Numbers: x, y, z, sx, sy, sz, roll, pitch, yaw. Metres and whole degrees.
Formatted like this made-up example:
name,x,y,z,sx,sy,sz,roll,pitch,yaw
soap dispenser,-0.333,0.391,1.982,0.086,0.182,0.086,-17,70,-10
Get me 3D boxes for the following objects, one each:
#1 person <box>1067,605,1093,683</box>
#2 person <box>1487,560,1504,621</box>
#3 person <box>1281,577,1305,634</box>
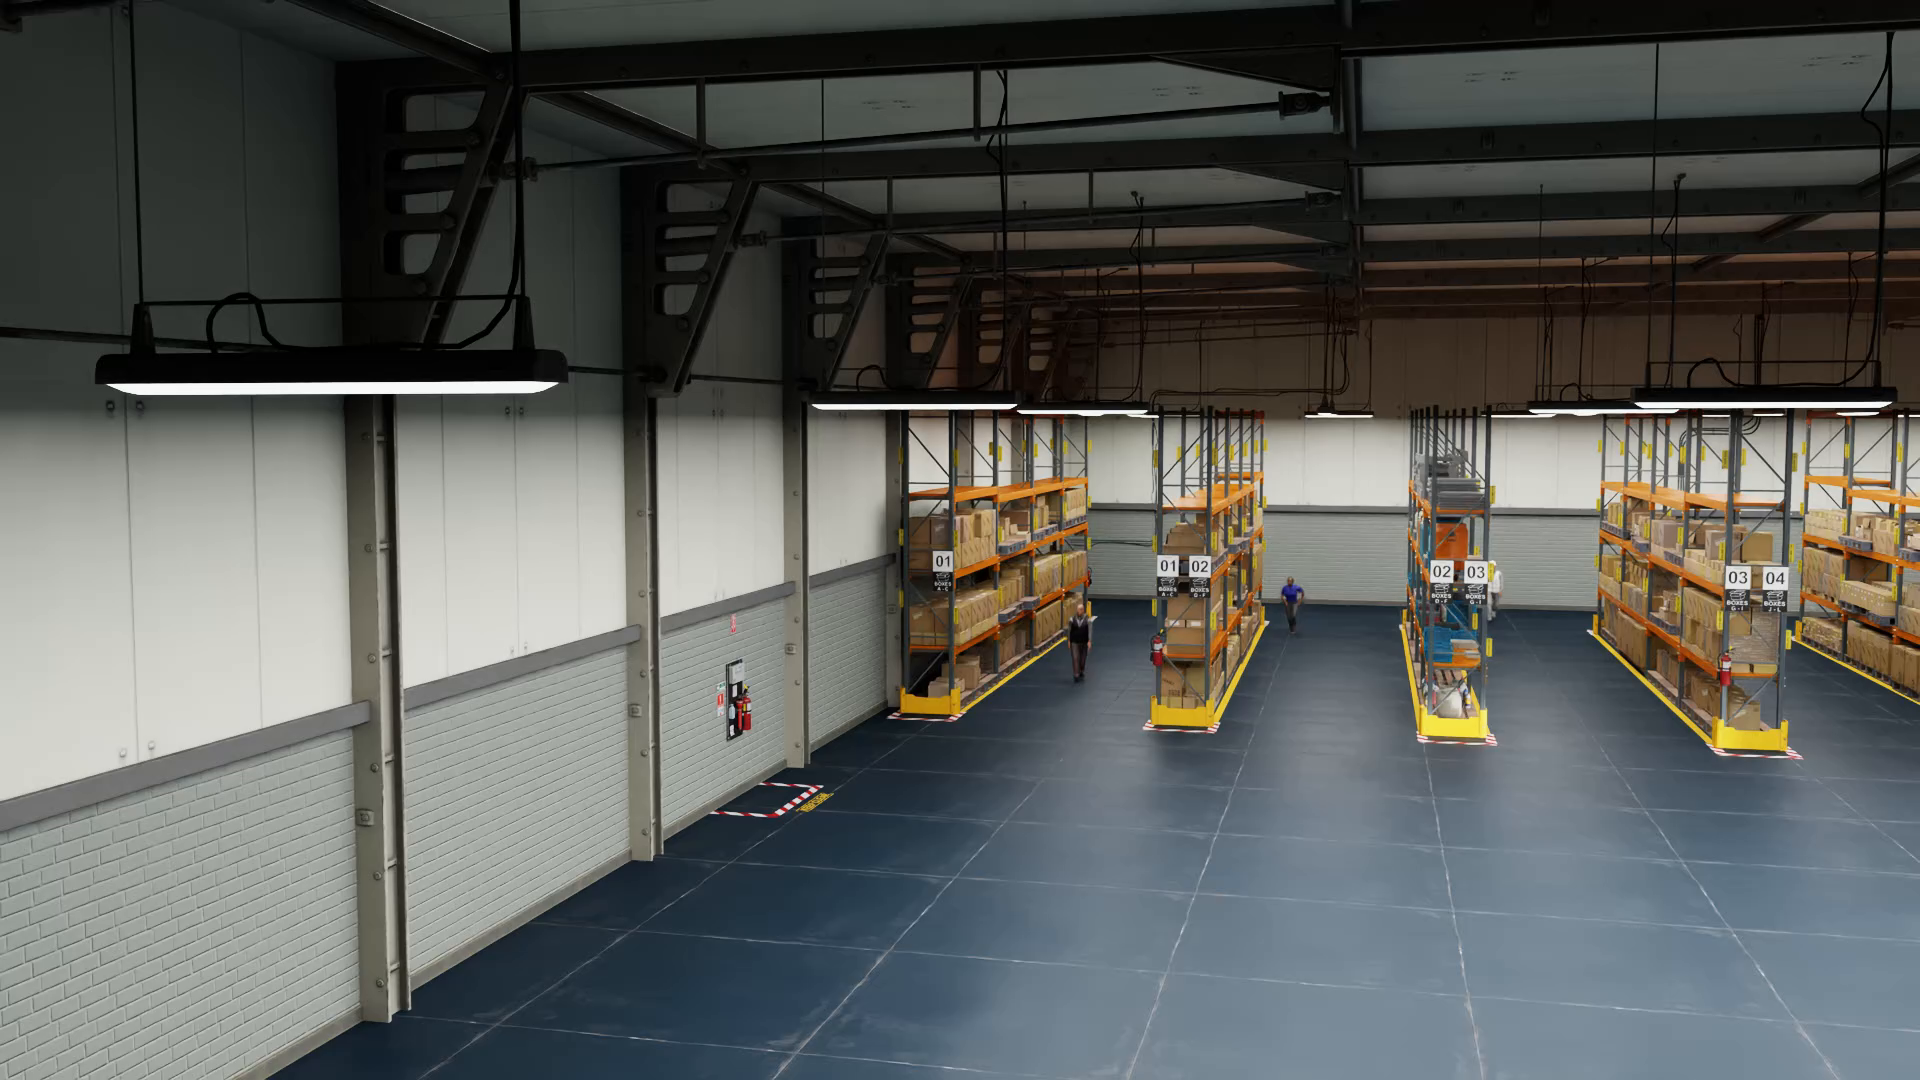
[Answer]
name,x,y,z,sx,sy,sz,roll,pitch,yaw
person,2.635,2.253,36.453,0.543,1.654,1.103,0,4,-2
person,15.272,1.438,47.623,0.530,1.733,0.948,1,4,11
person,8.917,1.749,44.551,0.613,1.567,0.734,2,4,23
